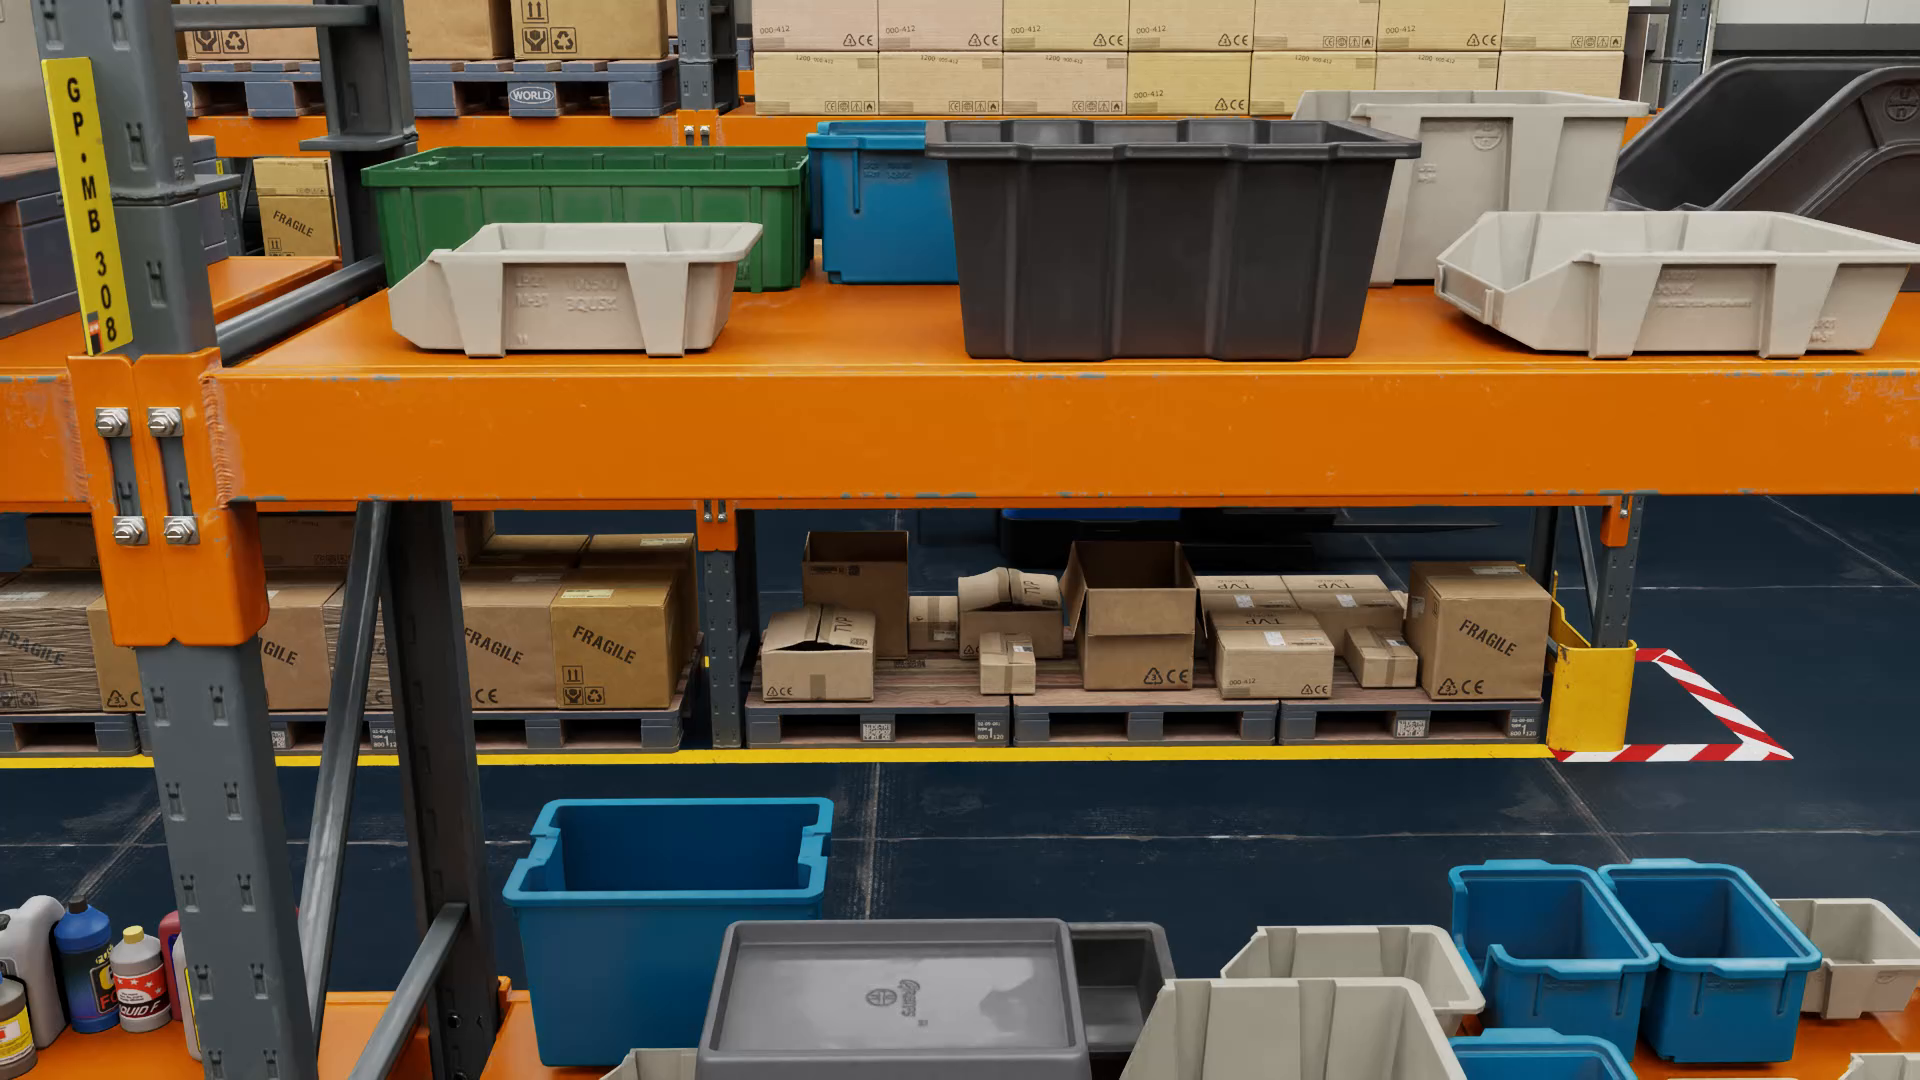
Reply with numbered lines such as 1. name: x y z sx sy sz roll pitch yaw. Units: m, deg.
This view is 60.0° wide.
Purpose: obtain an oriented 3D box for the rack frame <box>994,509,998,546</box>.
1. rack frame: 0.228 -0.573 10.368 0.015 1.200 0.240 0 18 0

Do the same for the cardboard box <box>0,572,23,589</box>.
1. cardboard box: -4.611 0.459 7.578 0.500 0.500 0.500 0 18 1

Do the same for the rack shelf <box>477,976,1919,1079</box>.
1. rack shelf: 1.004 1.219 3.013 4.000 0.370 1.077 0 18 -1

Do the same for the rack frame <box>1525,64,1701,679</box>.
1. rack frame: 2.929 -0.646 7.649 0.127 3.000 1.000 0 18 -1

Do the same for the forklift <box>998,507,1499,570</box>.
1. forklift: 1.763 -1.378 10.044 3.031 2.935 1.130 0 18 0

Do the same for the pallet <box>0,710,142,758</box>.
1. pallet: -4.323 0.729 7.930 1.213 0.211 1.003 0 18 -1

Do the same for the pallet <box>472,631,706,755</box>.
1. pallet: -1.883 0.717 7.967 1.213 0.211 1.003 0 18 -1

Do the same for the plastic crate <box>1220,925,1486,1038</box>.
1. plastic crate: 0.740 0.883 3.217 0.466 0.136 0.293 0 18 -1

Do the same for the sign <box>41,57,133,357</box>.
1. sign: -0.989 -0.378 1.890 0.005 0.325 0.100 0 18 -1

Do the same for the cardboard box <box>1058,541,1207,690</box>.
1. cardboard box: 0.808 0.342 7.937 0.637 0.503 0.797 0 18 -1

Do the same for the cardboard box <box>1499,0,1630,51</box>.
1. cardboard box: 2.419 -2.160 6.887 0.500 0.250 0.500 0 18 -1

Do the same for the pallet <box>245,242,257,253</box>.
1. pallet: -5.863 -1.993 12.163 1.003 0.211 1.213 0 18 -1

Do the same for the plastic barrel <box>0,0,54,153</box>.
1. plastic barrel: -1.526 -0.880 2.561 0.433 0.535 0.433 0 18 0

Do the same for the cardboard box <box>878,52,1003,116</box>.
1. cardboard box: -0.081 -1.911 6.929 0.500 0.250 0.500 0 18 -1

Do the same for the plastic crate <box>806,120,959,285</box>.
1. plastic crate: -0.091 -0.564 2.758 0.300 0.233 0.416 0 18 -1

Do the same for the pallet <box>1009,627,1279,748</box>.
1. pallet: 0.839 0.692 8.046 1.213 0.211 1.003 0 18 -1

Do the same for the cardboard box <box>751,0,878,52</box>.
1. cardboard box: -0.581 -2.148 6.848 0.500 0.250 0.500 0 18 -1

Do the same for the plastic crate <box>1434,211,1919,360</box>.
1. plastic crate: 0.941 -0.350 2.248 0.530 0.136 0.437 0 18 -1

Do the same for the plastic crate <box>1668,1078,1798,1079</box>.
1. plastic crate: 1.327 1.036 2.740 0.250 0.136 0.298 0 18 -1

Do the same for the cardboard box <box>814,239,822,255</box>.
1. cardboard box: -0.595 -1.066 7.160 0.500 0.500 0.500 0 18 1

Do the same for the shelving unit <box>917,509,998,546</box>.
1. shelving unit: -0.016 -0.573 10.369 0.503 1.200 0.258 0 18 0

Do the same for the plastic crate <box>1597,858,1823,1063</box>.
1. plastic crate: 1.435 0.825 3.240 0.300 0.233 0.416 0 18 -1

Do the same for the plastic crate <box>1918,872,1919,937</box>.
1. plastic crate: 2.093 0.822 3.250 0.300 0.233 0.416 0 18 -1

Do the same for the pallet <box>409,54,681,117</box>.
1. pallet: -1.724 -1.983 7.217 1.003 0.211 1.213 0 18 -1

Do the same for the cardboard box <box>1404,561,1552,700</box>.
1. cardboard box: 2.389 0.413 7.721 0.500 0.500 0.500 0 18 -1

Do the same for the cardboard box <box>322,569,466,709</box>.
1. cardboard box: -2.555 0.446 7.617 0.500 0.500 0.500 0 18 0

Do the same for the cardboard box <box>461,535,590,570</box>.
1. cardboard box: -2.091 0.288 8.110 0.500 0.500 0.500 0 18 0

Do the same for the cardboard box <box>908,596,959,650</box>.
1. cardboard box: -0.131 0.412 8.299 0.250 0.149 0.380 0 18 -1

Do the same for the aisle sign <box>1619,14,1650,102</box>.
1. aisle sign: 2.992 -1.973 7.533 0.004 0.787 0.394 0 18 -1

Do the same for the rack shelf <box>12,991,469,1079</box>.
1. rack shelf: -2.996 1.239 2.953 4.000 0.370 1.077 0 18 -1

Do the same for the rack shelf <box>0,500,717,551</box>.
1. rack shelf: -3.070 -0.274 7.669 4.000 0.370 1.077 0 18 -1

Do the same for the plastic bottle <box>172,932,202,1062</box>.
1. plastic bottle: -1.394 0.813 3.183 0.185 0.351 0.144 0 18 -1

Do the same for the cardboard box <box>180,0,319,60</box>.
1. cardboard box: -2.909 -2.363 7.076 0.600 0.600 0.600 -1 18 -3

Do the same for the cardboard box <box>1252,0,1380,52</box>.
1. cardboard box: 1.419 -2.156 6.876 0.500 0.250 0.500 0 18 -1

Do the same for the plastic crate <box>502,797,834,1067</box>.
1. plastic crate: -0.535 0.759 3.198 0.575 0.384 0.392 0 18 -1

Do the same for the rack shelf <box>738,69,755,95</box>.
1. rack shelf: -3.152 -3.215 11.927 4.000 0.370 1.077 0 18 -1

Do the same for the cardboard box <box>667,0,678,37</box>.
1. cardboard box: -2.034 -3.854 11.856 0.500 0.500 0.700 -1 18 -4

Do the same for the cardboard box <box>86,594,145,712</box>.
1. cardboard box: -3.586 0.454 7.594 0.500 0.500 0.500 -1 18 -2

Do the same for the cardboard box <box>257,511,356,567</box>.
1. cardboard box: -3.060 -0.067 7.991 0.500 0.250 0.500 -1 18 -2

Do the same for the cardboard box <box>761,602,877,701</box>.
1. cardboard box: -0.648 0.509 7.733 0.500 0.311 0.500 0 18 -1

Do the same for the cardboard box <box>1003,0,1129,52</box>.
1. cardboard box: 0.420 -2.150 6.854 0.500 0.250 0.500 0 18 -1

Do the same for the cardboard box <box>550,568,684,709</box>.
1. cardboard box: -1.560 0.444 7.624 0.500 0.500 0.500 0 18 -1

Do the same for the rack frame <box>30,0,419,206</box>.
1. rack frame: -0.996 -1.970 1.957 0.127 3.000 1.000 0 18 -1

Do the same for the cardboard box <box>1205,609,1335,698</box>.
1. cardboard box: 1.439 0.527 7.774 0.500 0.250 0.500 0 18 -1

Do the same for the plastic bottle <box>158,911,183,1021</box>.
1. plastic bottle: -1.503 0.814 3.290 0.133 0.283 0.061 0 18 -1

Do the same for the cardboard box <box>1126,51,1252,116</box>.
1. cardboard box: 0.919 -1.917 6.946 0.500 0.250 0.500 0 18 -1

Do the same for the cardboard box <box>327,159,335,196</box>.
1. cardboard box: -4.157 -2.602 11.837 0.500 0.250 0.500 -1 18 -2

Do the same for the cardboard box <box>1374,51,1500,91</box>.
1. cardboard box: 1.919 -1.920 6.958 0.500 0.250 0.500 0 18 -1

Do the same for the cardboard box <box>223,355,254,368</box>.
1. cardboard box: -3.525 -0.838 7.398 0.500 0.500 0.700 3 18 10

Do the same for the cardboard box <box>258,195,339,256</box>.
1. cardboard box: -4.662 -2.243 11.945 0.500 0.500 0.500 0 18 1

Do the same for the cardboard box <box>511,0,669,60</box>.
1. cardboard box: -1.575 -2.370 7.099 0.600 0.600 0.600 -2 18 -6

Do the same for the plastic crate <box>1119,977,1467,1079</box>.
1. plastic crate: 0.533 0.963 2.730 0.530 0.282 0.437 0 18 -1

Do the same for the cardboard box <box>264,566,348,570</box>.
1. cardboard box: -3.097 0.291 8.103 0.500 0.500 0.500 -1 18 -3

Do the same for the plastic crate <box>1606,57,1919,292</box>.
1. plastic crate: 1.471 -0.608 2.723 0.767 0.338 0.504 0 18 -1

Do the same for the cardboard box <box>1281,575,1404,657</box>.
1. cardboard box: 1.881 0.373 8.257 0.500 0.250 0.500 0 18 -1

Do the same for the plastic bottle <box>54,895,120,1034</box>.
1. plastic bottle: -1.715 0.827 3.271 0.097 0.271 0.097 0 18 0

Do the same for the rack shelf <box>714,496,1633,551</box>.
1. rack shelf: 0.929 -0.293 7.729 4.000 0.370 1.077 0 18 -1

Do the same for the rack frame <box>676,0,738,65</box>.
1. rack frame: -1.071 -3.483 6.673 0.127 3.000 1.000 0 18 -1

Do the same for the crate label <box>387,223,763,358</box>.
1. crate label: -0.502 -0.330 2.188 0.466 0.136 0.293 0 18 -1

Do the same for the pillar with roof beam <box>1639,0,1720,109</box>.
1. pillar with roof beam: 5.601 -3.978 8.215 0.400 9.000 9.100 0 18 -1
